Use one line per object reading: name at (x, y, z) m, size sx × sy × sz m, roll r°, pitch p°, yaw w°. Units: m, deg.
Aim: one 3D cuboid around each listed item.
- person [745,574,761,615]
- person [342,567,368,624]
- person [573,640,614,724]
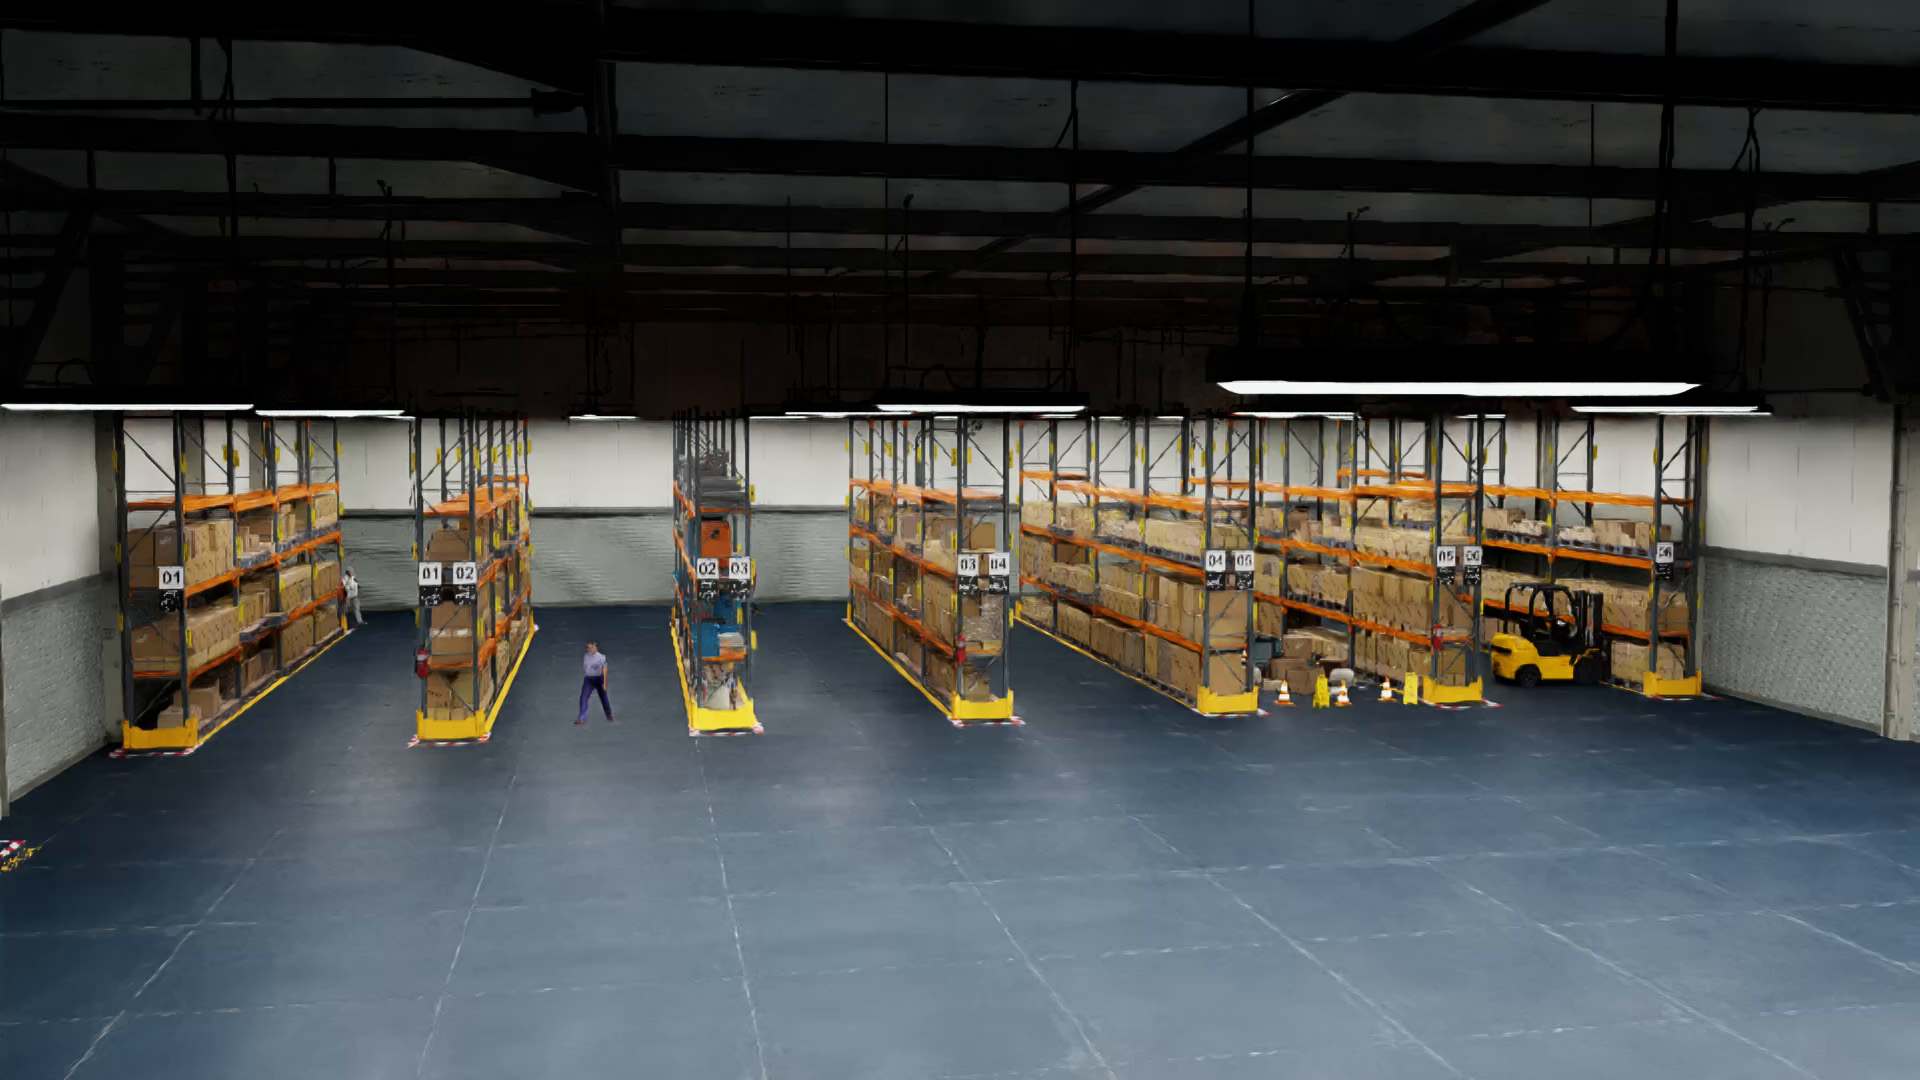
person at (-6.178, 1.353, 48.954) m, size 0.704 × 1.759 × 0.437 m, roll 4°, pitch 6°, yaw 43°
person at (-17.080, 1.575, 46.645) m, size 0.561 × 1.651 × 0.734 m, roll 2°, pitch 5°, yaw 27°
person at (-6.932, 2.683, 31.553) m, size 0.517 × 1.596 × 0.935 m, roll 1°, pitch 4°, yaw 12°
